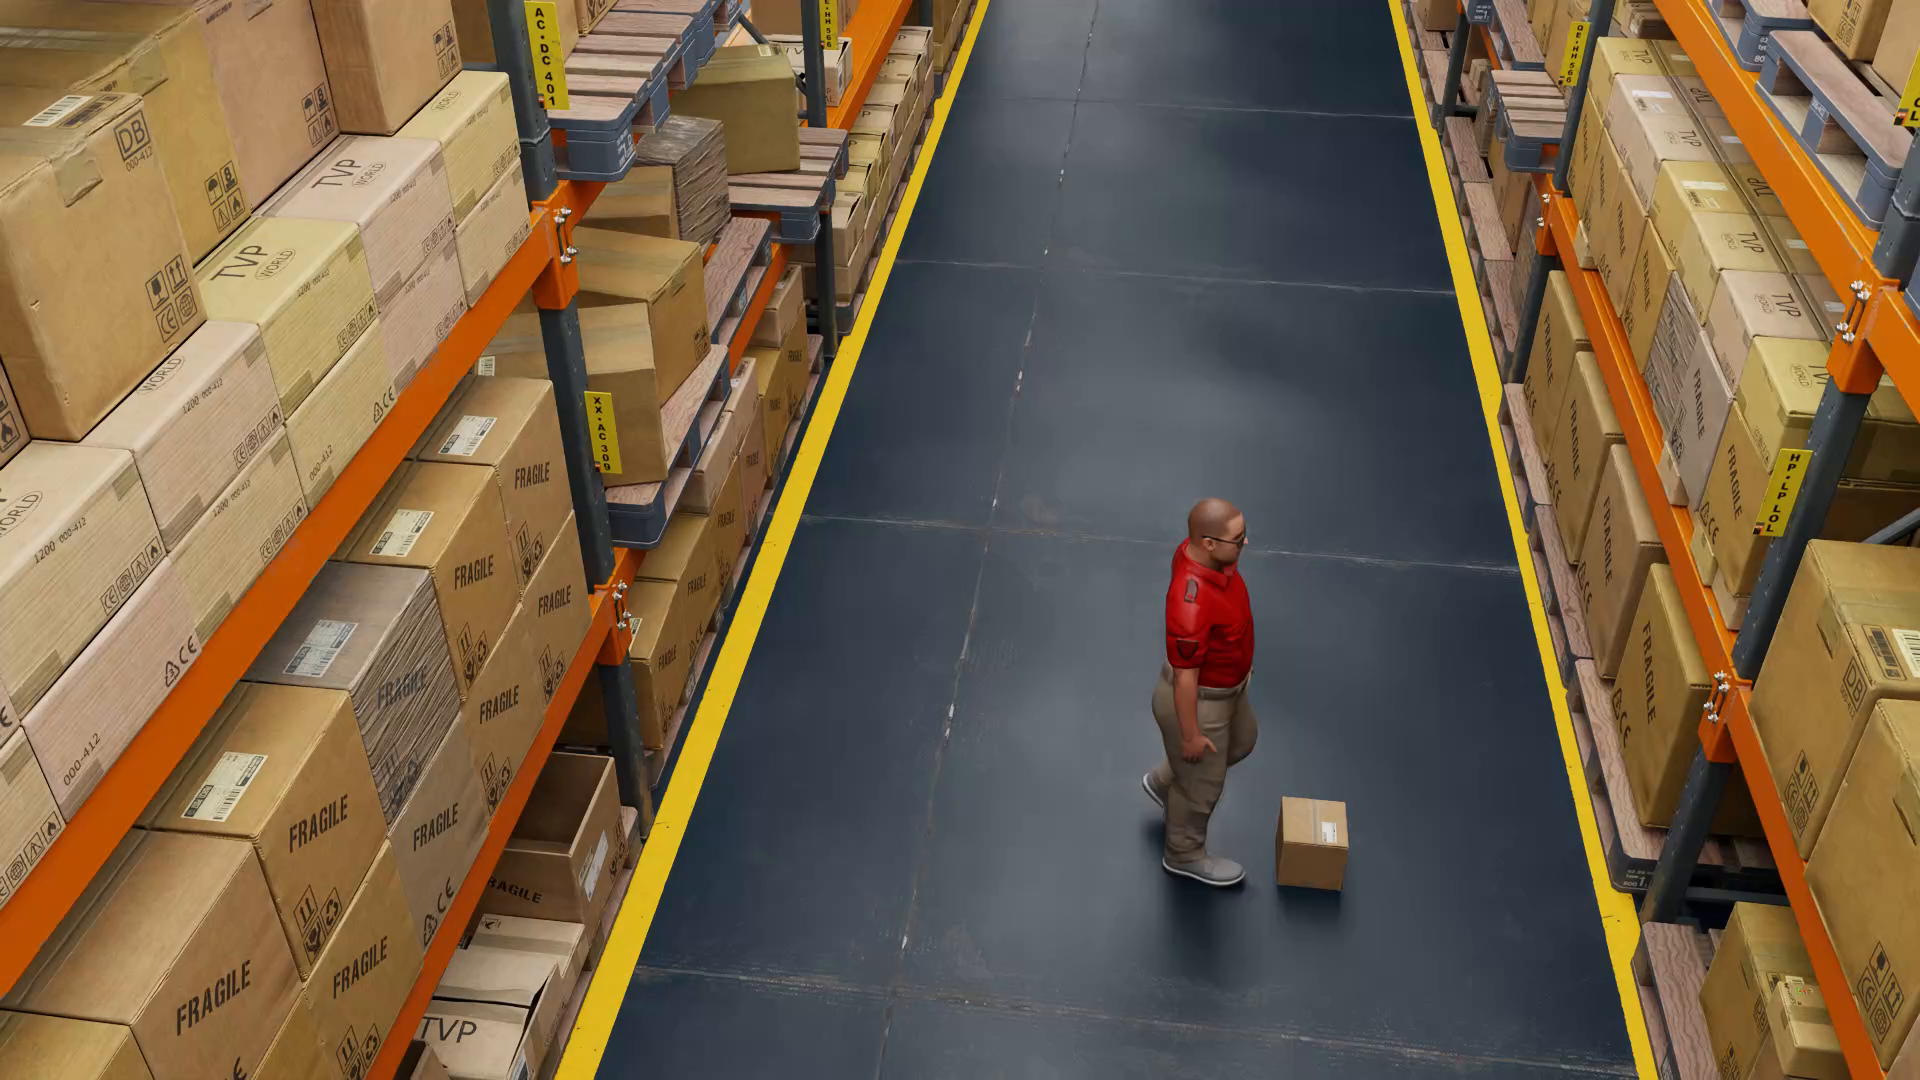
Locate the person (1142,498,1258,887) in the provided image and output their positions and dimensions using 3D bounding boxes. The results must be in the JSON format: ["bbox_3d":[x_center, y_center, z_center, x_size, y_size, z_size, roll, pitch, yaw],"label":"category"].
[{"bbox_3d":[0.937,0.582,6.249,0.450,1.722,0.563,9,37,12],"label":"person"}]
